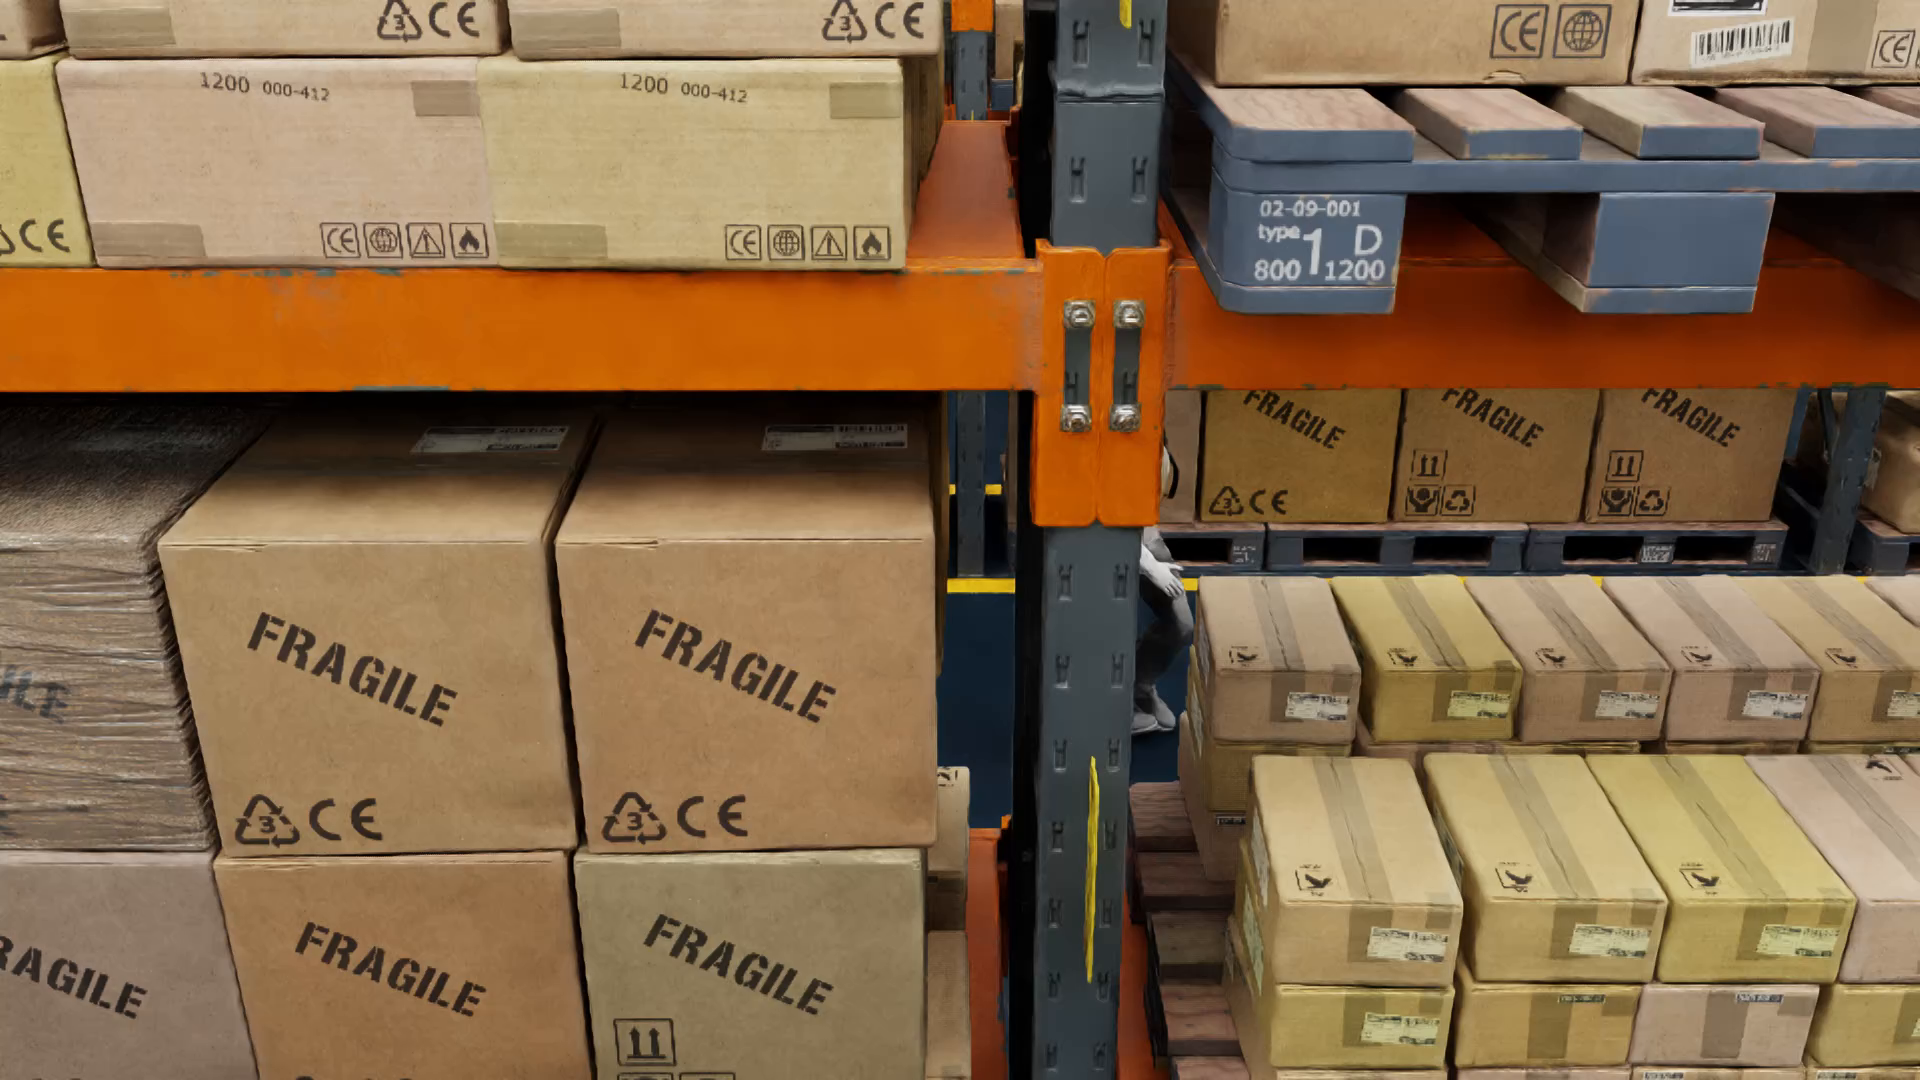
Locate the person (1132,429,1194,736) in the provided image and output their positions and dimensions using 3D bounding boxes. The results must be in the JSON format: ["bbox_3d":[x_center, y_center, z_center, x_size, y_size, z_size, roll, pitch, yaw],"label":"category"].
[{"bbox_3d":[0.648,0.040,5.964,0.488,1.669,0.674,17,29,33],"label":"person"}]
